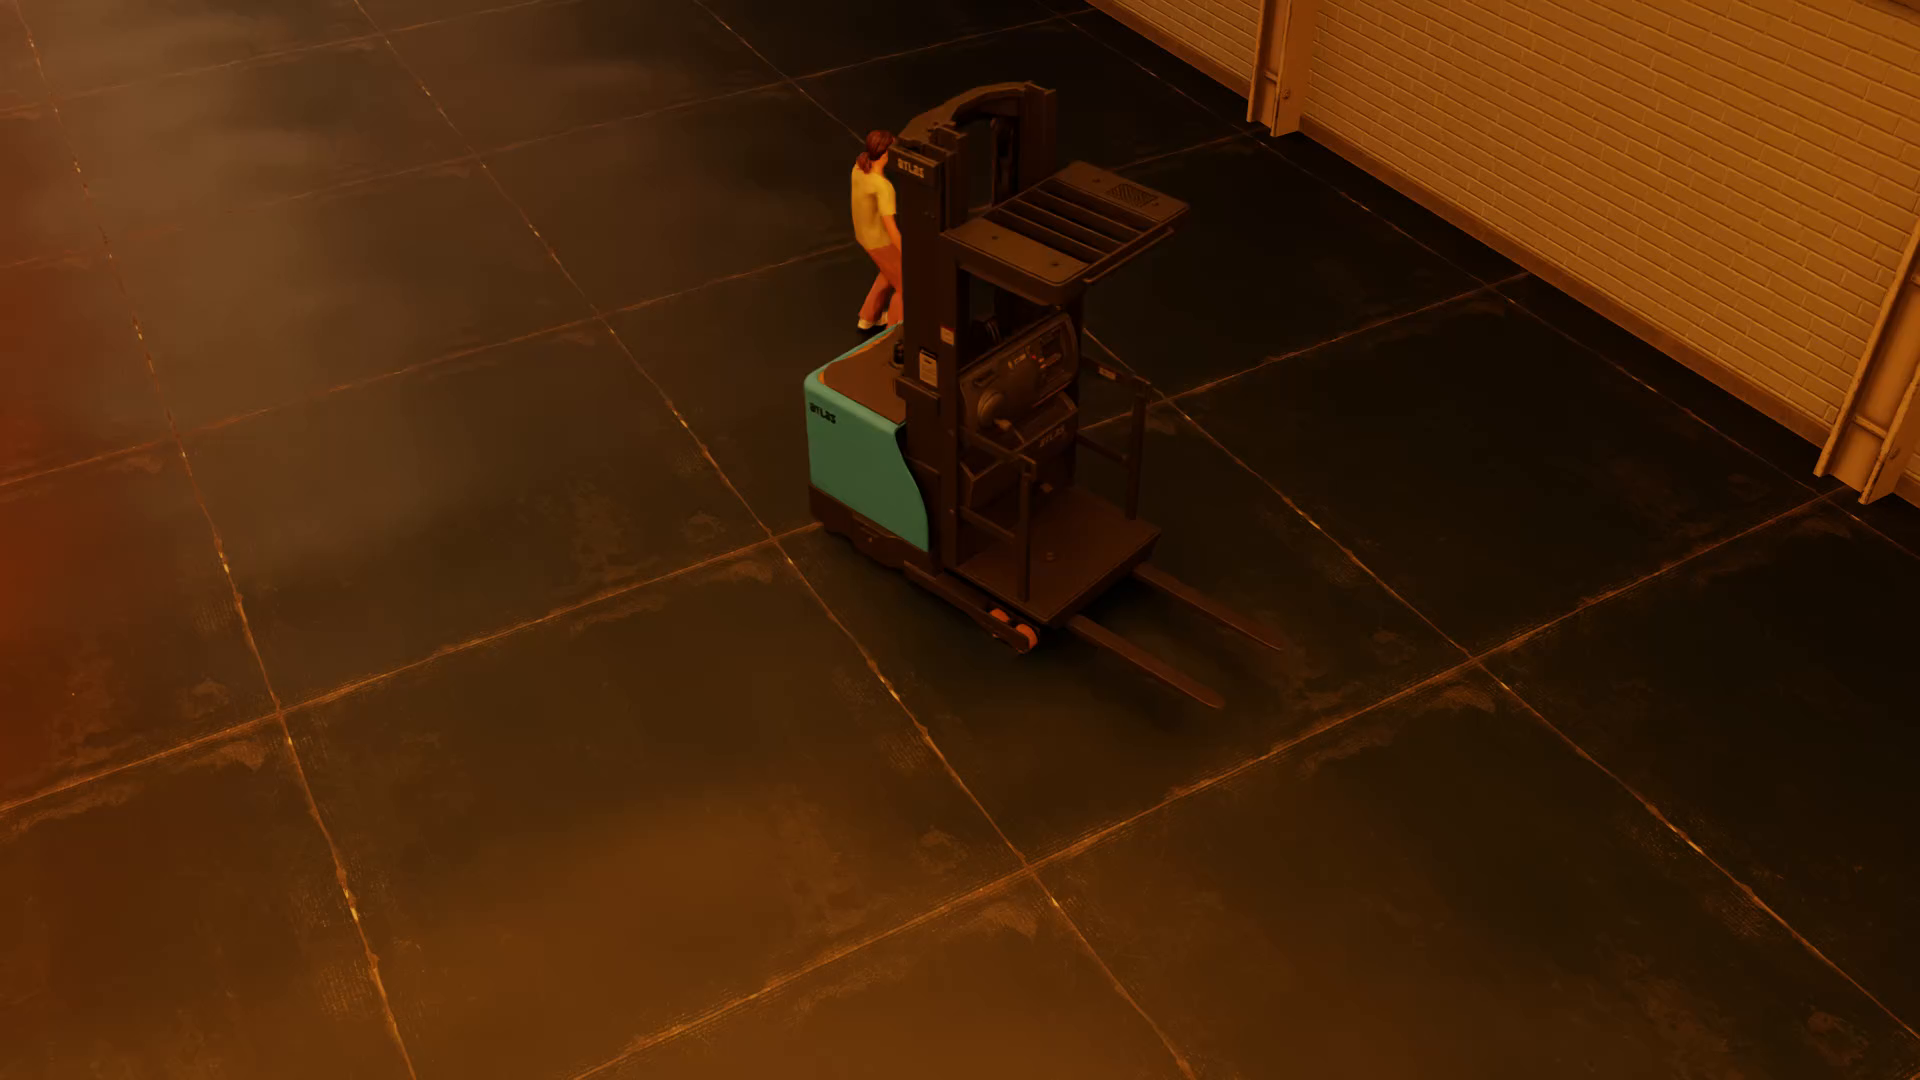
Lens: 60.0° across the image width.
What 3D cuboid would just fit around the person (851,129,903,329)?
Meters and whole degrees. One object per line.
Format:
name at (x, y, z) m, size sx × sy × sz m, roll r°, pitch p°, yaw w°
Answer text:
person at (-0.521, -2.108, 11.602) m, size 0.404 × 1.625 × 0.614 m, roll -17°, pitch 43°, yaw -20°

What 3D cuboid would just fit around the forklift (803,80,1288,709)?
forklift at (0.488, -0.860, 9.073) m, size 3.031 × 2.935 × 1.130 m, roll 30°, pitch 48°, yaw 31°
